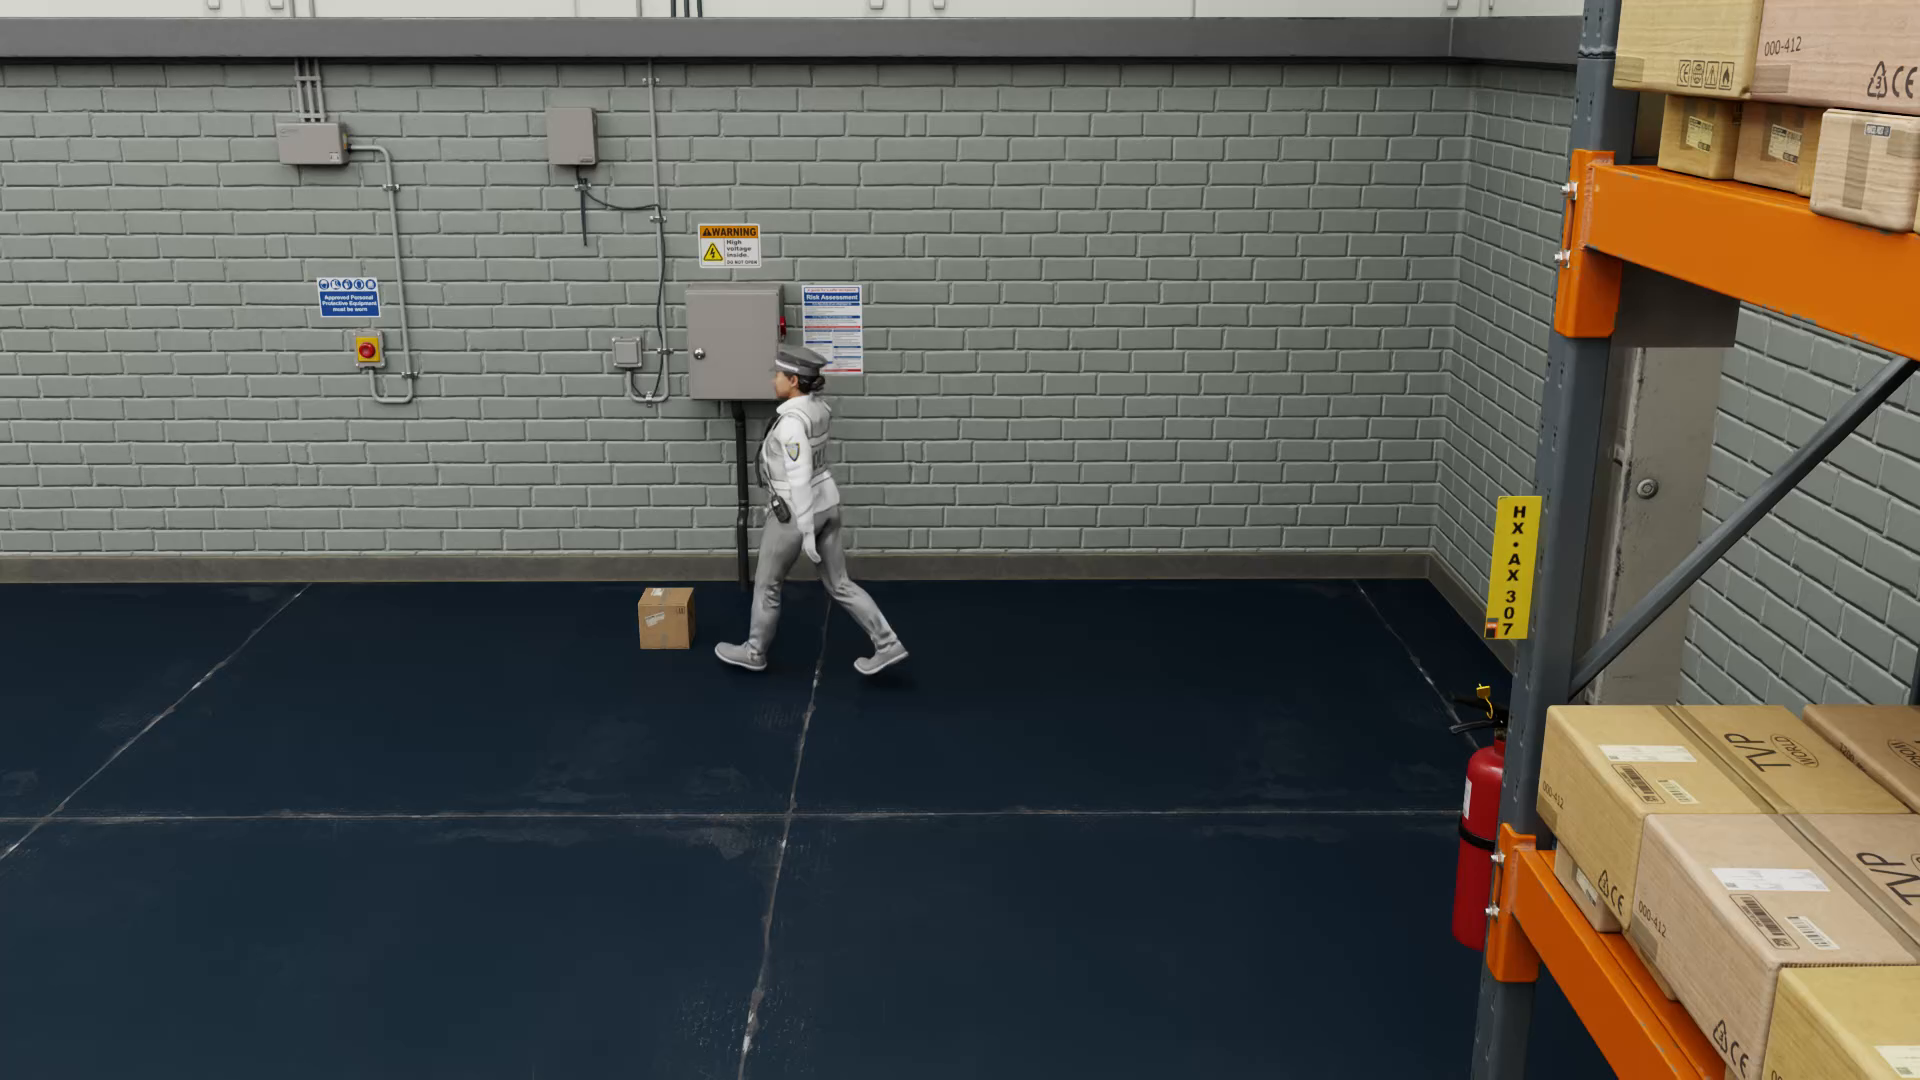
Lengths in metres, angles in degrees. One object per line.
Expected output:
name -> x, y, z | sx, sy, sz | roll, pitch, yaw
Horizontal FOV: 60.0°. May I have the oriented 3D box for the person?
person -> -0.743, -0.012, 7.957 | 1.005, 1.402, 0.471 | 8, 19, 23
